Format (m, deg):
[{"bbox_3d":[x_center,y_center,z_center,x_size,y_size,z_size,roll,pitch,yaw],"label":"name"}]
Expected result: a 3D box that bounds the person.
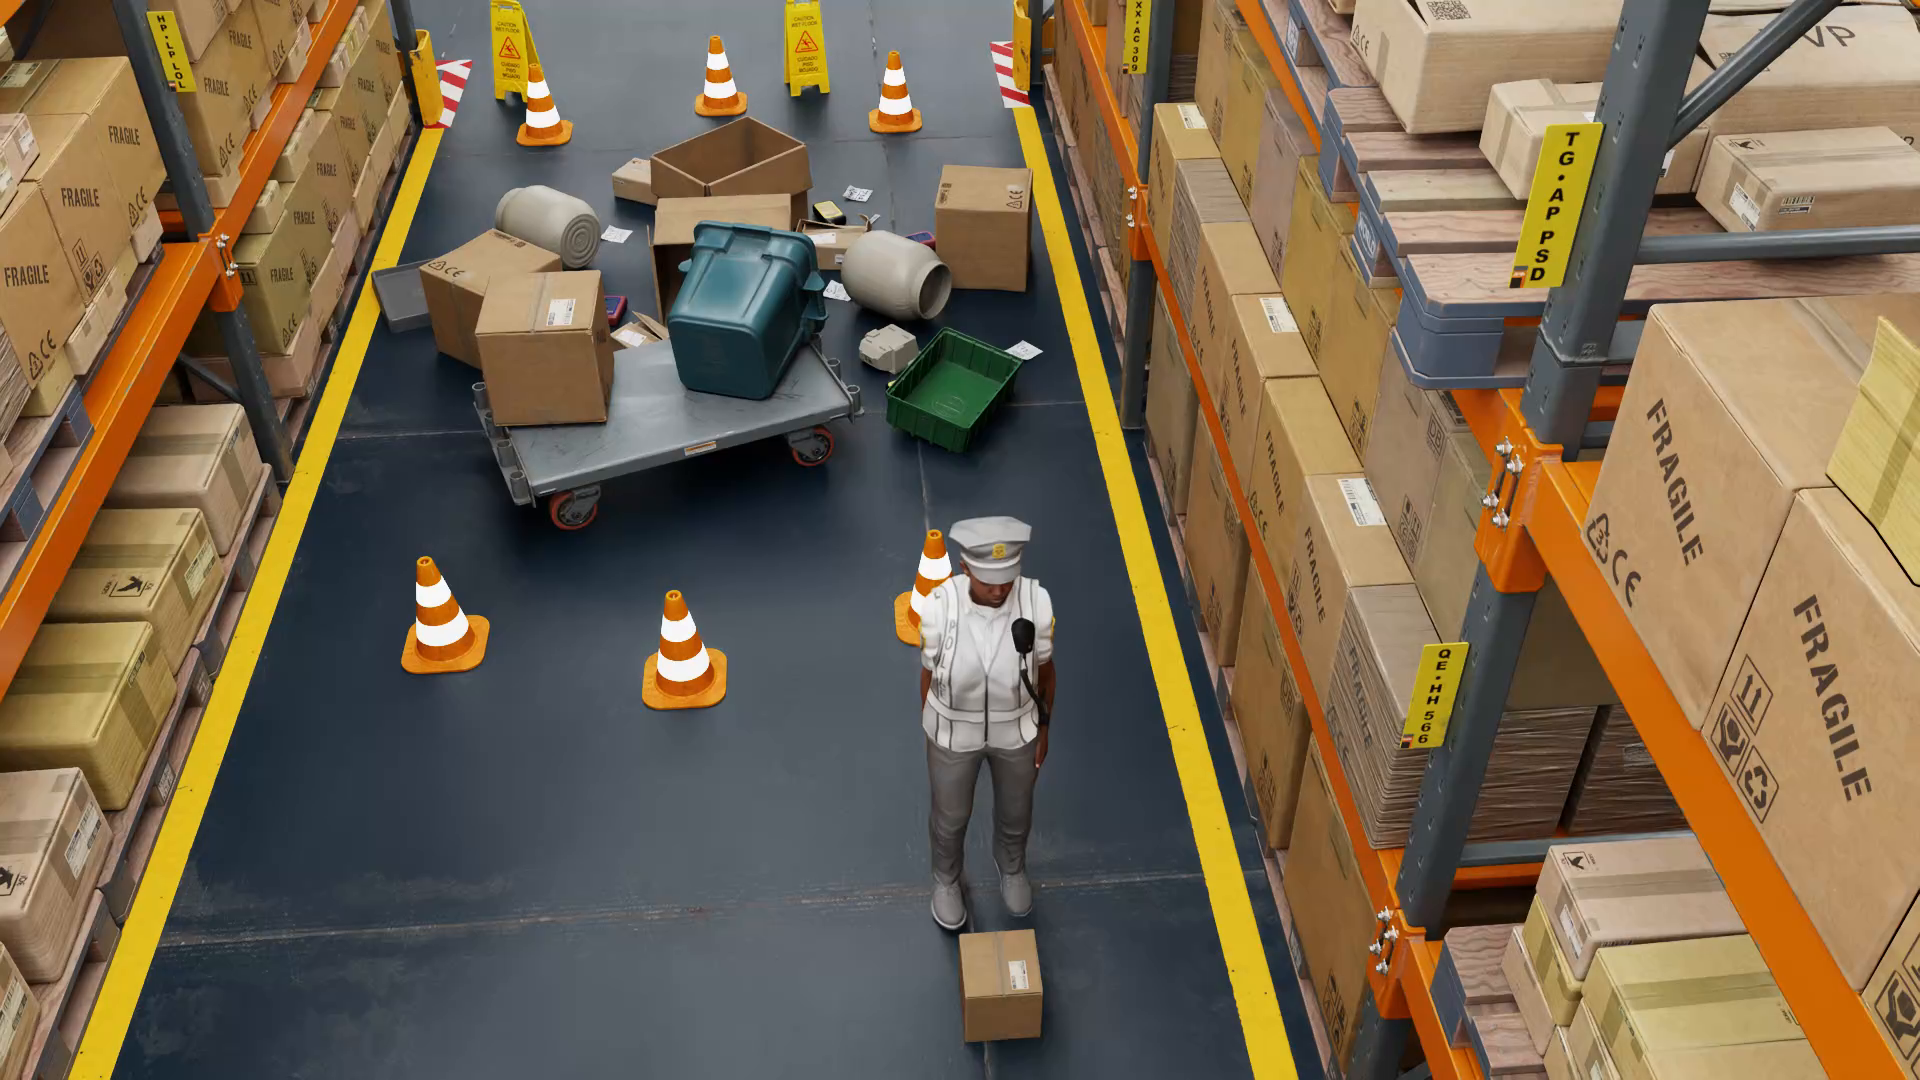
[{"bbox_3d":[0.091,0.617,5.402,0.435,1.695,0.348,-3,39,-3],"label":"person"}]
